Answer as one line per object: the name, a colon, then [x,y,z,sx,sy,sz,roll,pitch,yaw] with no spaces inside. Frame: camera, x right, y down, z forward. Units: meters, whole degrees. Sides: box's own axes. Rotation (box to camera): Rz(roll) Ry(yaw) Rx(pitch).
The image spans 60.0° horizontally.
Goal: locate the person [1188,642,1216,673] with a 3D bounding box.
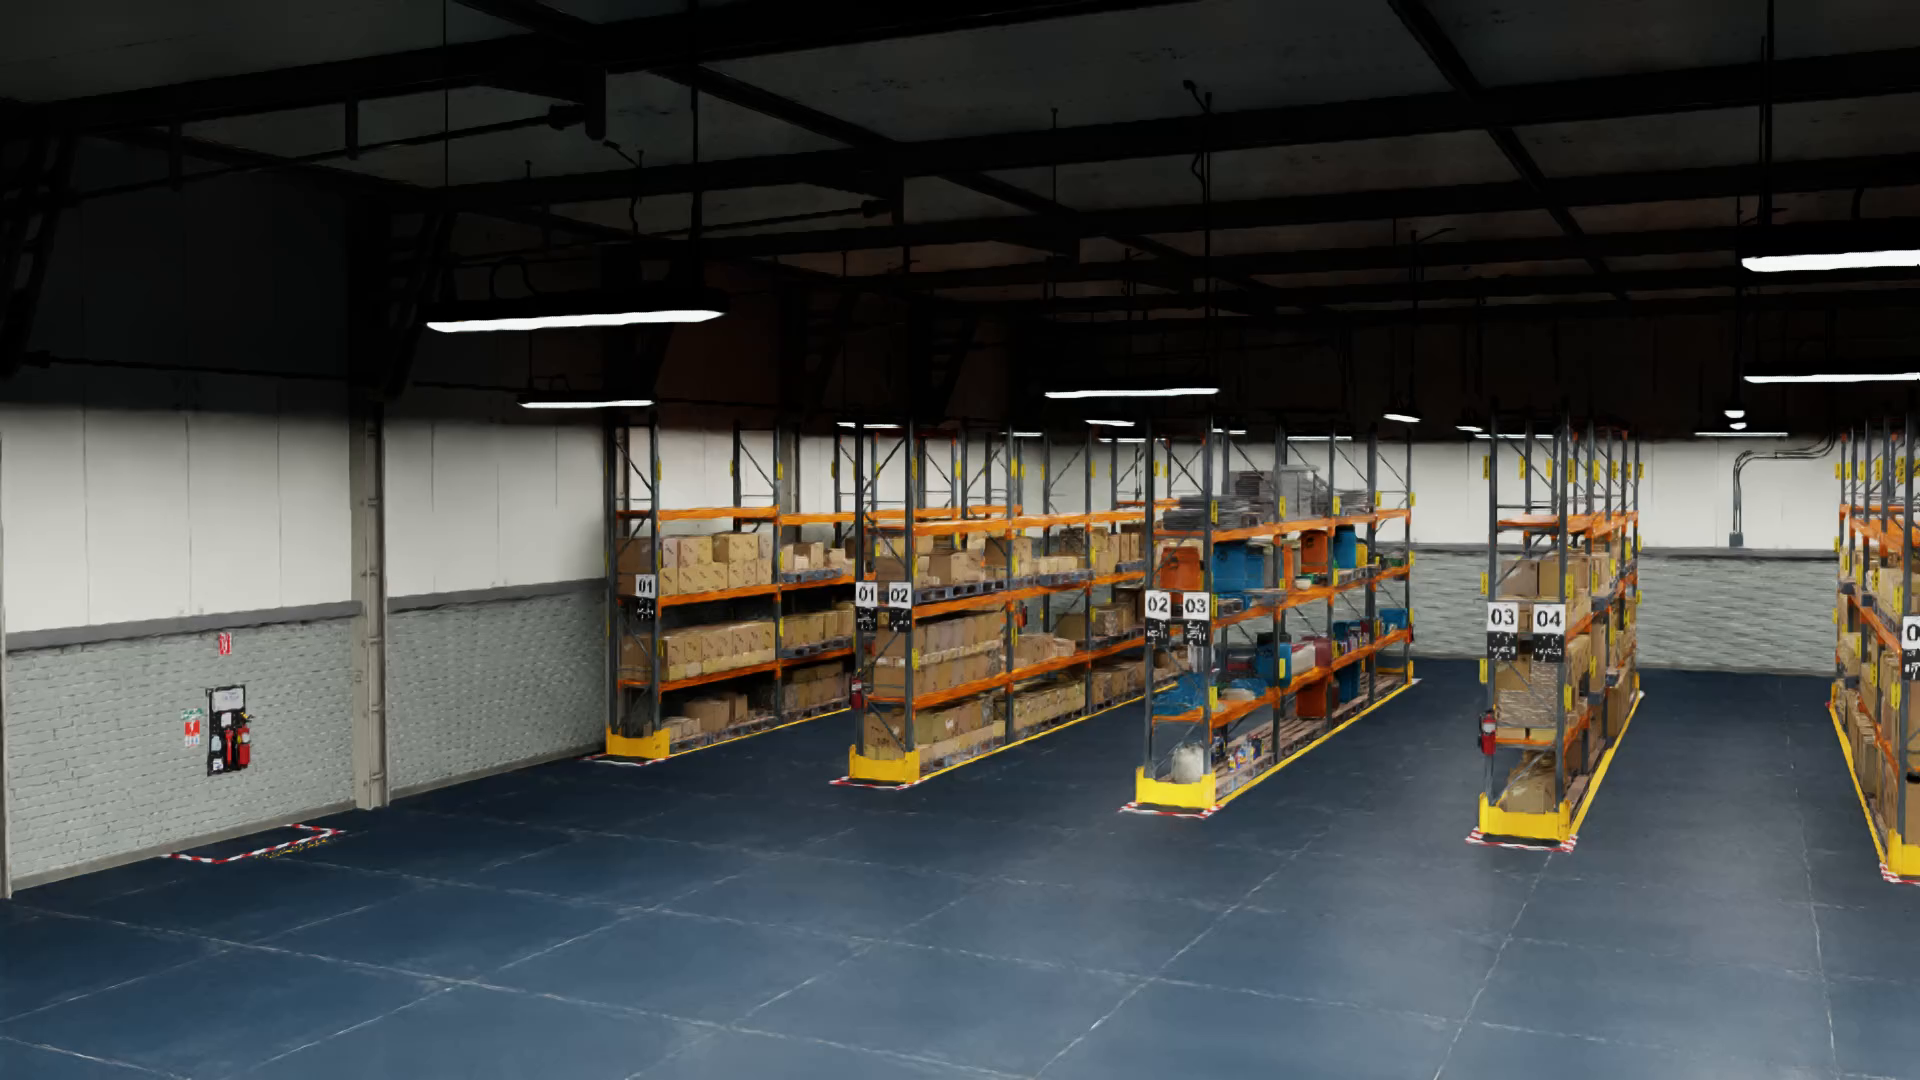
person: [5.197,2.622,35.955,0.598,1.698,1.194,1,3,28]
